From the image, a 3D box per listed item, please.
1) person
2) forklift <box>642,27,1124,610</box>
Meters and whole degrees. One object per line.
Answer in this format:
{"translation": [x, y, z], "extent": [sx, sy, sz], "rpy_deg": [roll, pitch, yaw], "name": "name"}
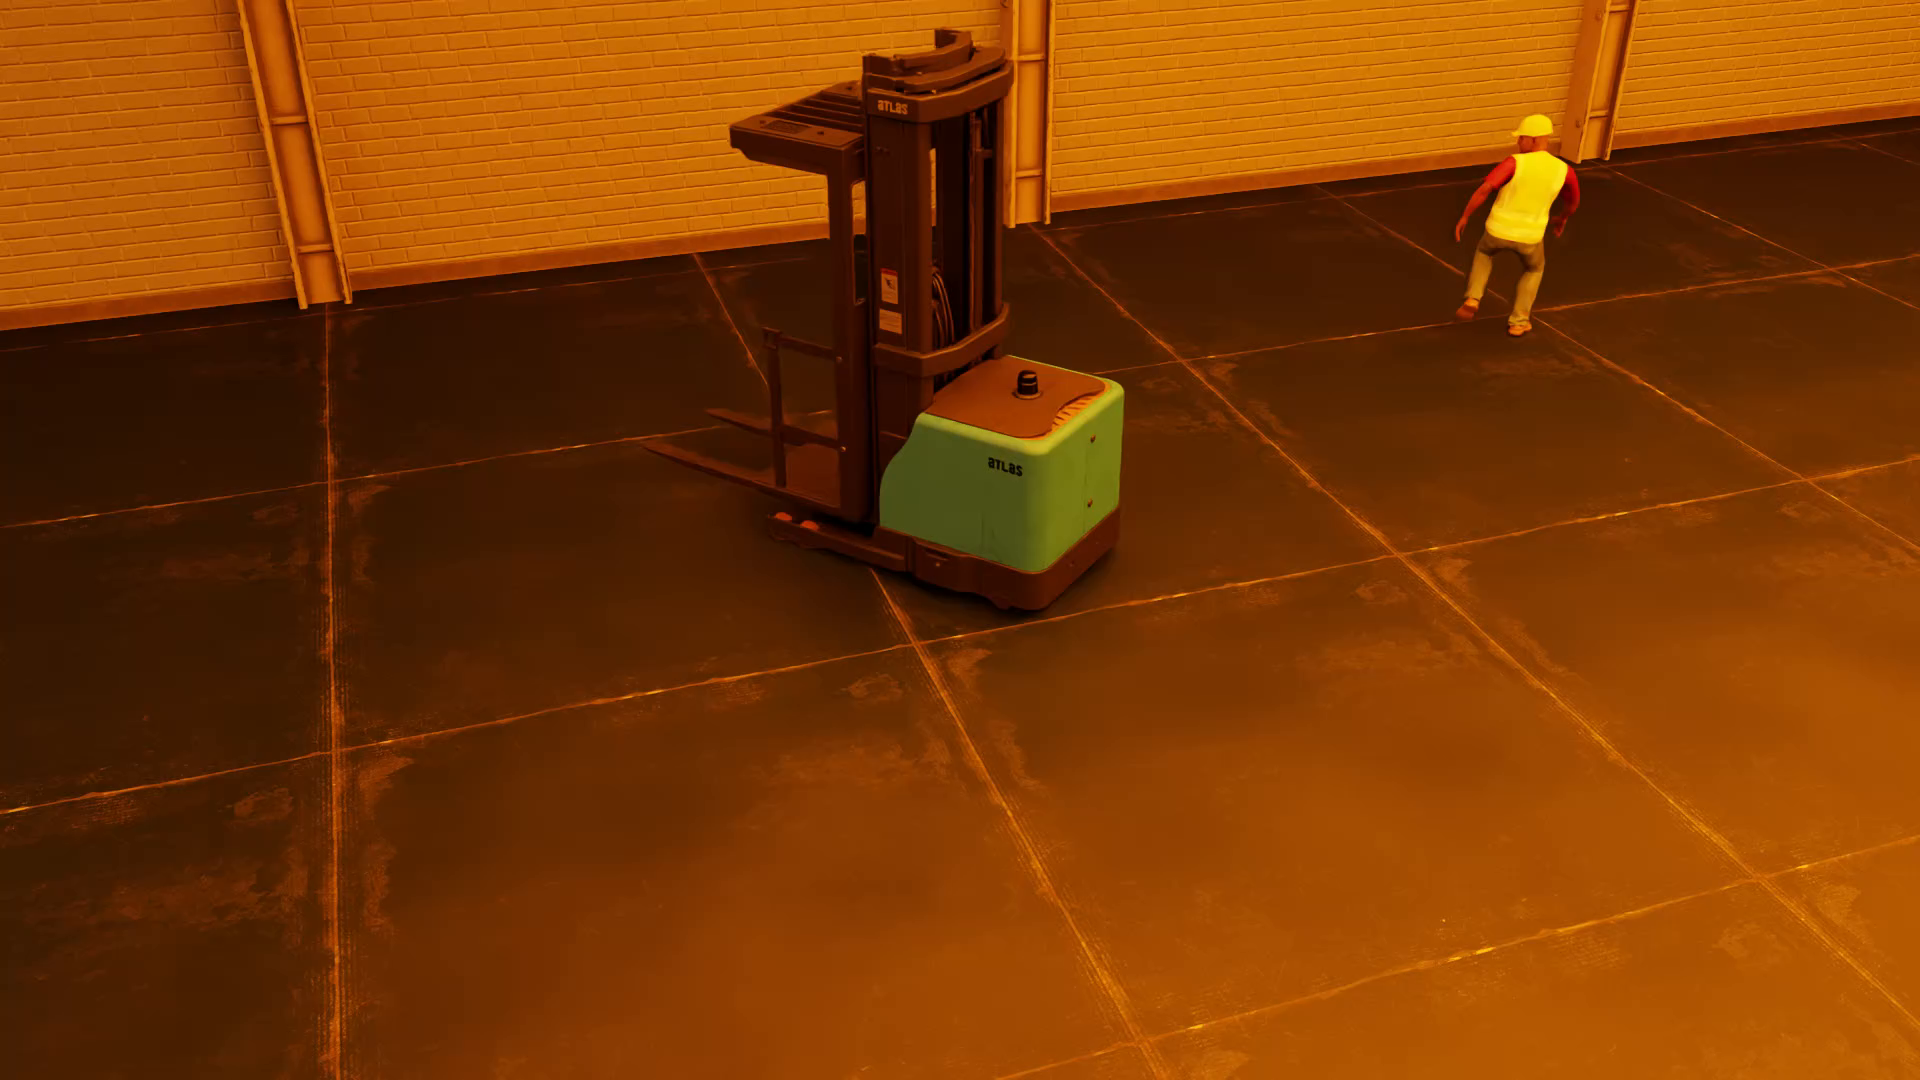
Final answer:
{"translation": [4.161, -2.361, 12.472], "extent": [0.848, 1.662, 0.638], "rpy_deg": [9, 31, 14], "name": "person"}
{"translation": [-0.574, -1.420, 9.555], "extent": [3.031, 2.935, 1.130], "rpy_deg": [17, 34, 27], "name": "forklift"}
